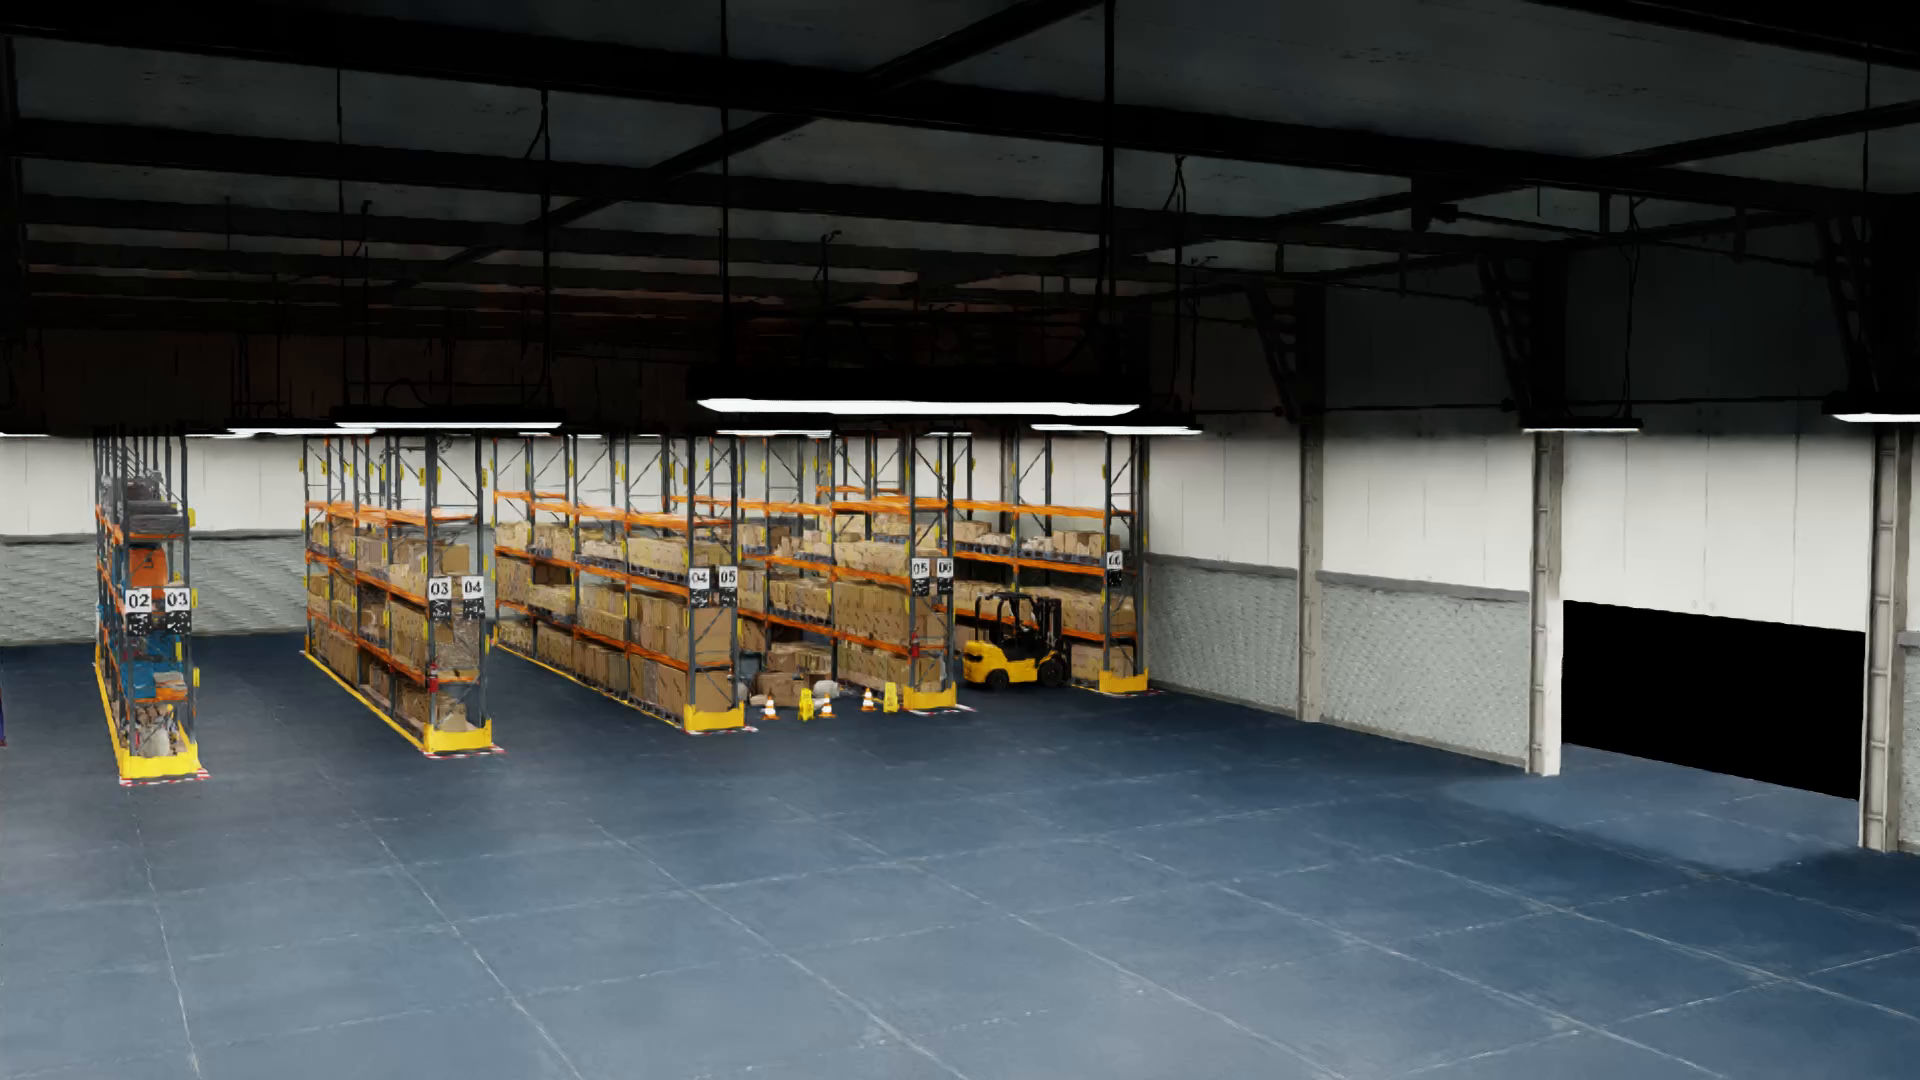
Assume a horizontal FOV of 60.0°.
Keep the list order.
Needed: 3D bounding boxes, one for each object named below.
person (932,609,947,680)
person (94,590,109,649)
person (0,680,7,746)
[{"bbox_3d":[-0.590,2.475,39.576,0.569,1.668,0.563,0,3,2],"label":"person"},{"bbox_3d":[-23.374,2.156,45.505,0.488,1.609,0.915,-1,4,-13],"label":"person"},{"bbox_3d":[-18.119,3.042,30.998,0.478,1.580,1.000,-3,4,-37],"label":"person"}]
